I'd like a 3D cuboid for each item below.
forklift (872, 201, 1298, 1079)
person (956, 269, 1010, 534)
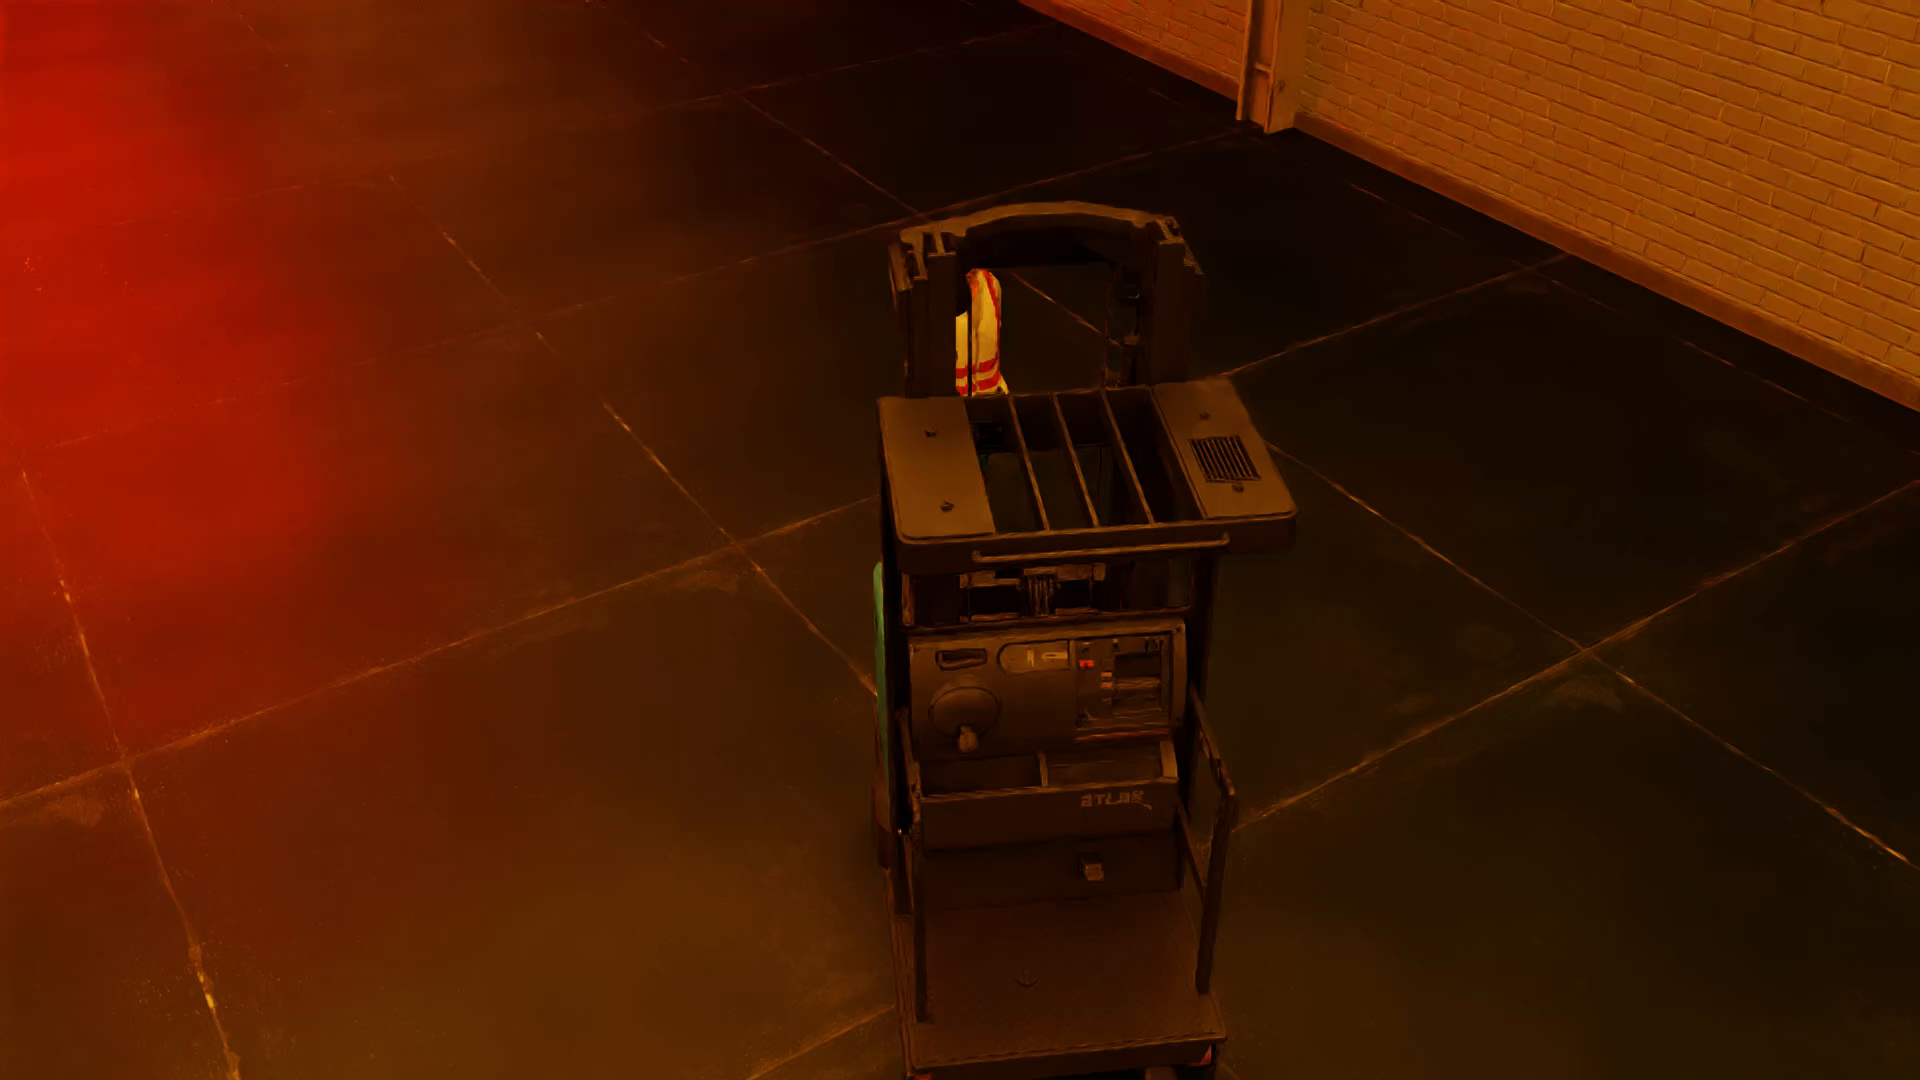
[{"bbox_3d":[0.323,0.550,5.365,1.130,2.935,3.031,-4,35,-6],"label":"forklift"},{"bbox_3d":[0.012,-0.723,8.168,0.540,1.795,0.349,-21,40,-27],"label":"person"}]
